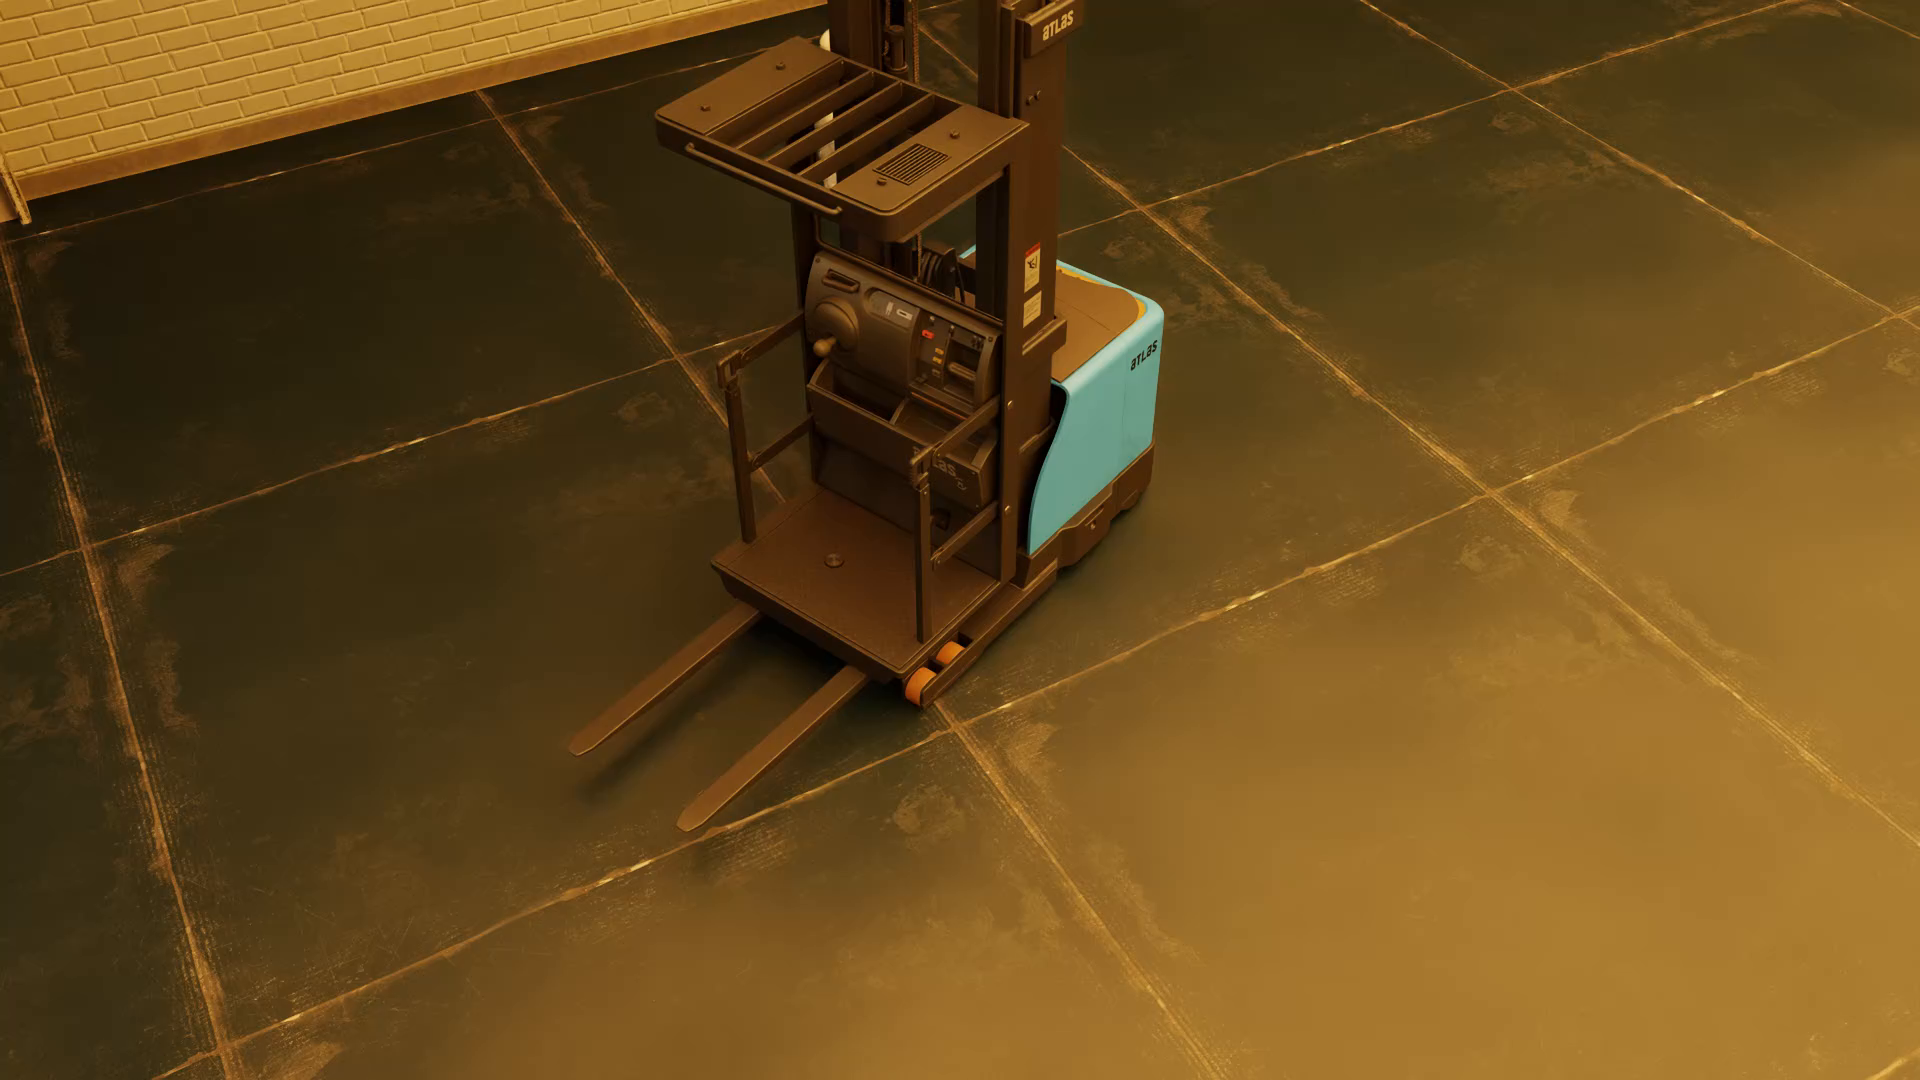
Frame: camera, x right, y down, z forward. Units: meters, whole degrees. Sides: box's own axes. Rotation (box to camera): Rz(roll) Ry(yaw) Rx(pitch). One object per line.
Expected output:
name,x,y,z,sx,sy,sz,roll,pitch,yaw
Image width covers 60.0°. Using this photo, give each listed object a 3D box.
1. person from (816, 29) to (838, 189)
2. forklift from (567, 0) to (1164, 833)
person,-0.431,-1.762,8.391,0.558,1.770,0.671,-9,44,-10
forklift,-0.375,-0.749,6.505,1.130,2.935,3.031,28,50,27
